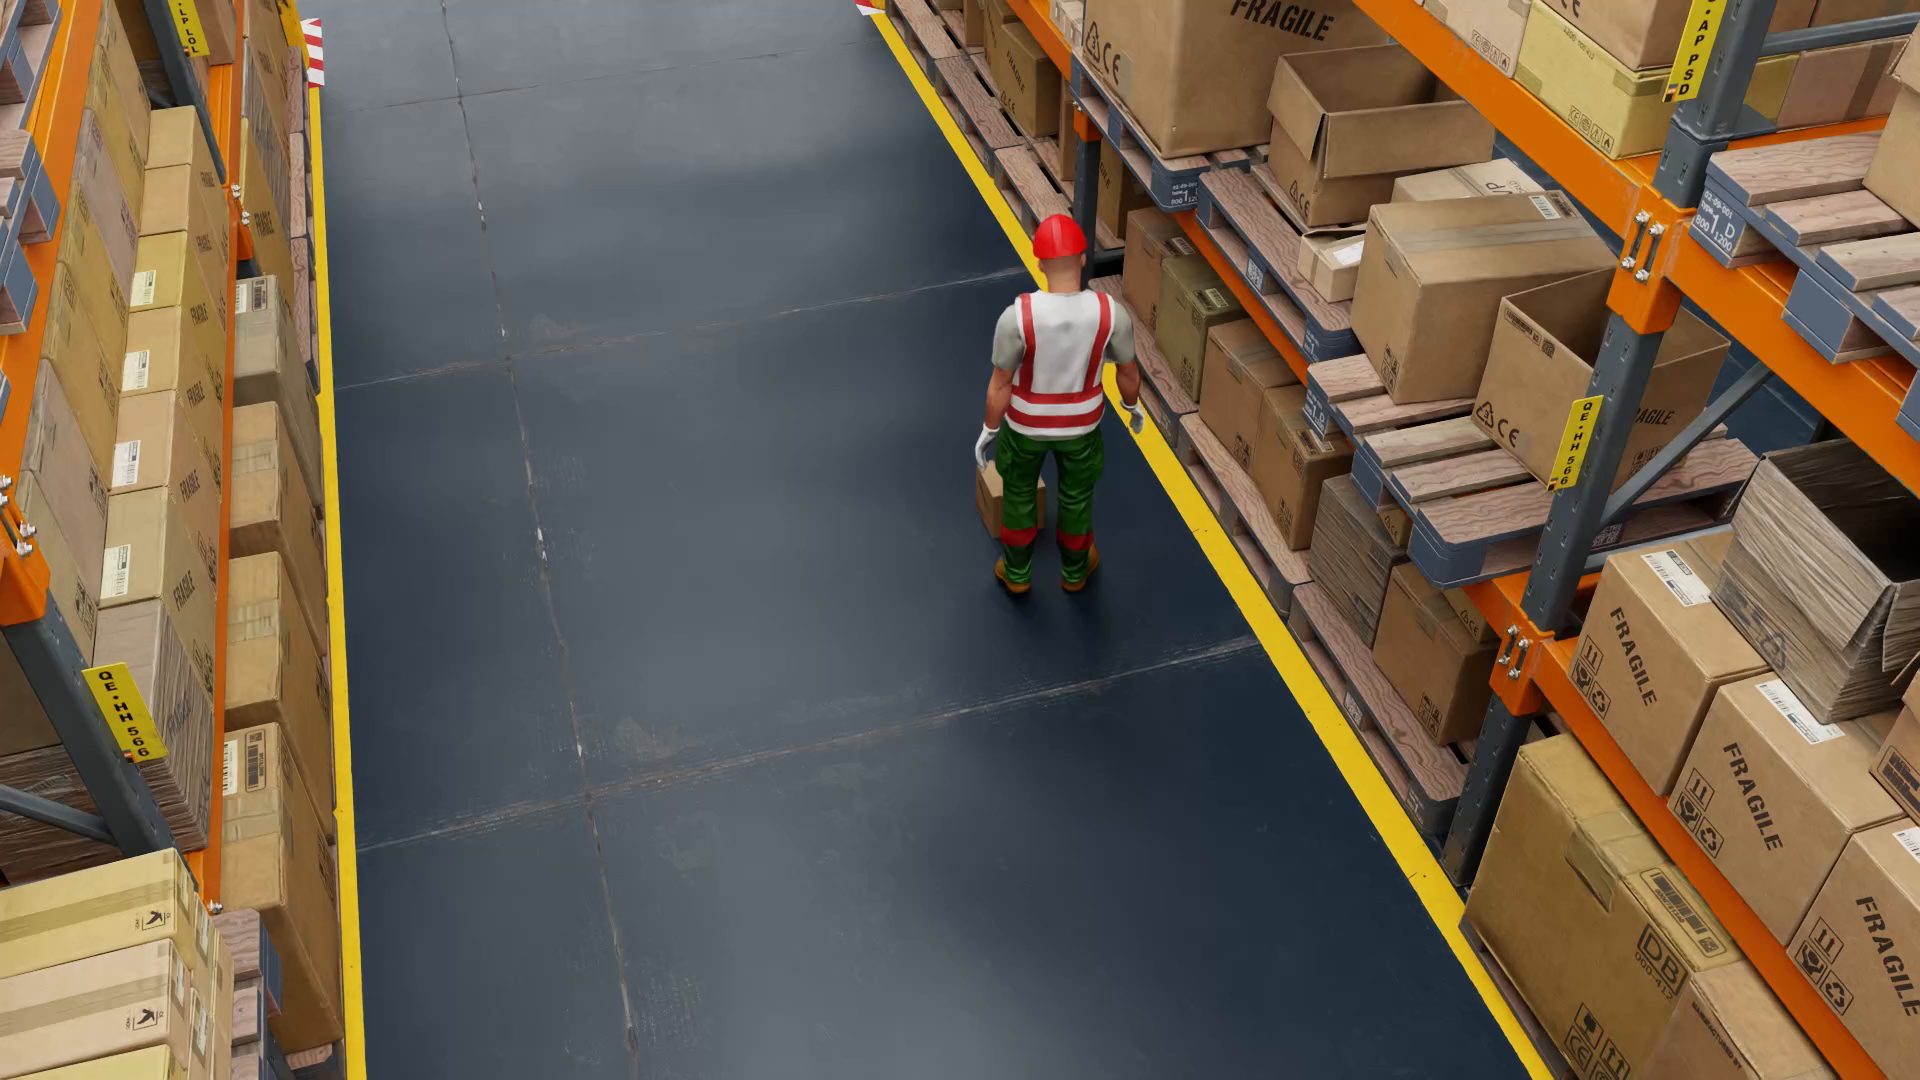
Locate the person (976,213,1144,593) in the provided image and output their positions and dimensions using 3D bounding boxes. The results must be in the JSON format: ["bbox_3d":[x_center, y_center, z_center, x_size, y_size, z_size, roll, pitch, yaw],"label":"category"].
[{"bbox_3d":[0.401,-0.477,6.668,0.691,1.819,0.398,-1,42,-2],"label":"person"}]
